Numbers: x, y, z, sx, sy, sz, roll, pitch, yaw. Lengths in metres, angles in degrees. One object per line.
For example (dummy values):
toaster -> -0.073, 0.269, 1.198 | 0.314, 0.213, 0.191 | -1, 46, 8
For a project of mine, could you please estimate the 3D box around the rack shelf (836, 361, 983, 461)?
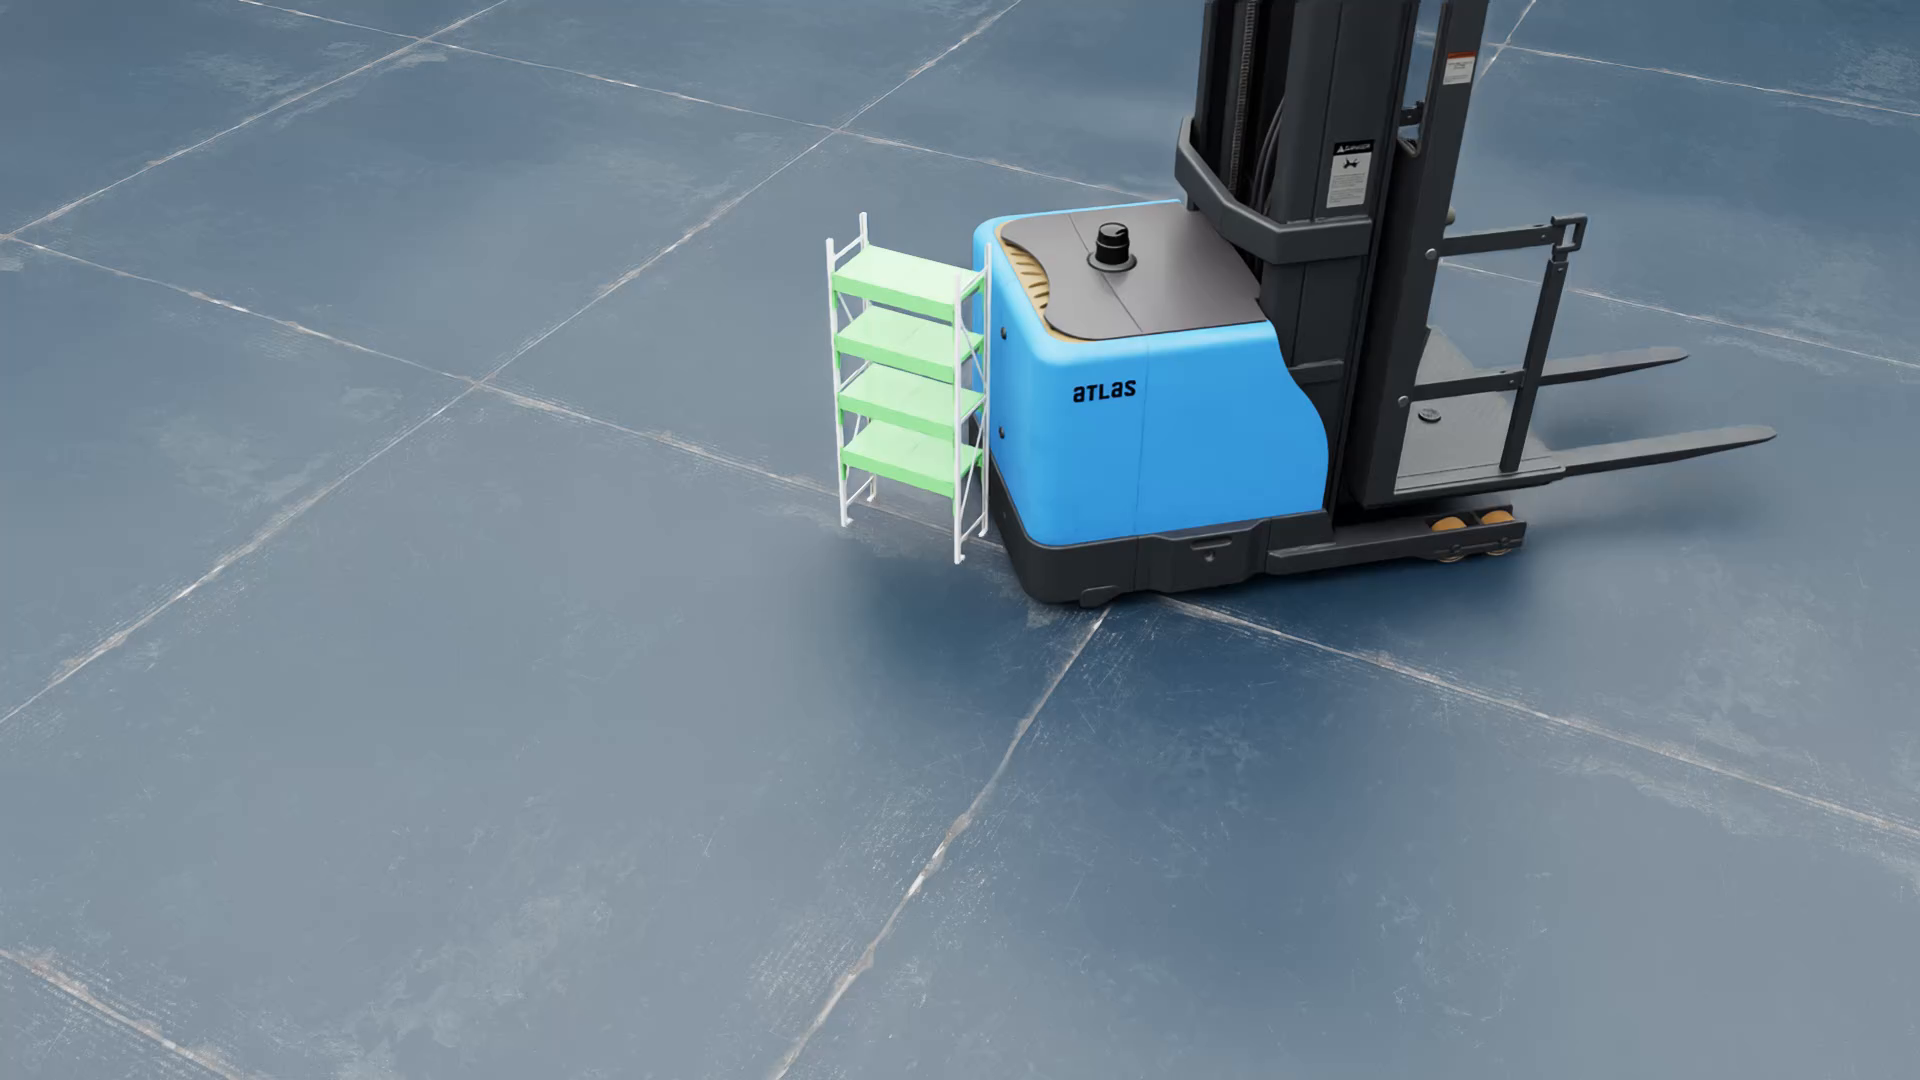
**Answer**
rack shelf -> -0.172, -0.471, 5.984 | 0.480, 0.148, 0.258 | 18, 41, 22

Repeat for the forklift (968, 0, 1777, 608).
forklift -> 1.606, -1.389, 5.655 | 3.031, 2.935, 1.130 | -8, 38, -10

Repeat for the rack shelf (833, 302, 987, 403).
rack shelf -> -0.172, -0.662, 5.839 | 0.480, 0.148, 0.258 | 18, 41, 22

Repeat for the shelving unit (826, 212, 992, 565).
shelving unit -> -0.172, -0.522, 5.945 | 0.503, 1.200, 0.258 | 18, 41, 22

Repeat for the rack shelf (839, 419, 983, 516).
rack shelf -> -0.172, -0.280, 6.129 | 0.480, 0.148, 0.258 | 18, 41, 22

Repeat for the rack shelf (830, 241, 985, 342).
rack shelf -> -0.172, -0.853, 5.694 | 0.480, 0.148, 0.258 | 18, 41, 22

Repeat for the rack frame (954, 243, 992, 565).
rack frame -> 0.043, -0.452, 5.854 | 0.015, 1.200, 0.240 | 18, 41, 22

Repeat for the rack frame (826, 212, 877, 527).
rack frame -> -0.387, -0.591, 6.037 | 0.015, 1.200, 0.240 | 18, 41, 22
